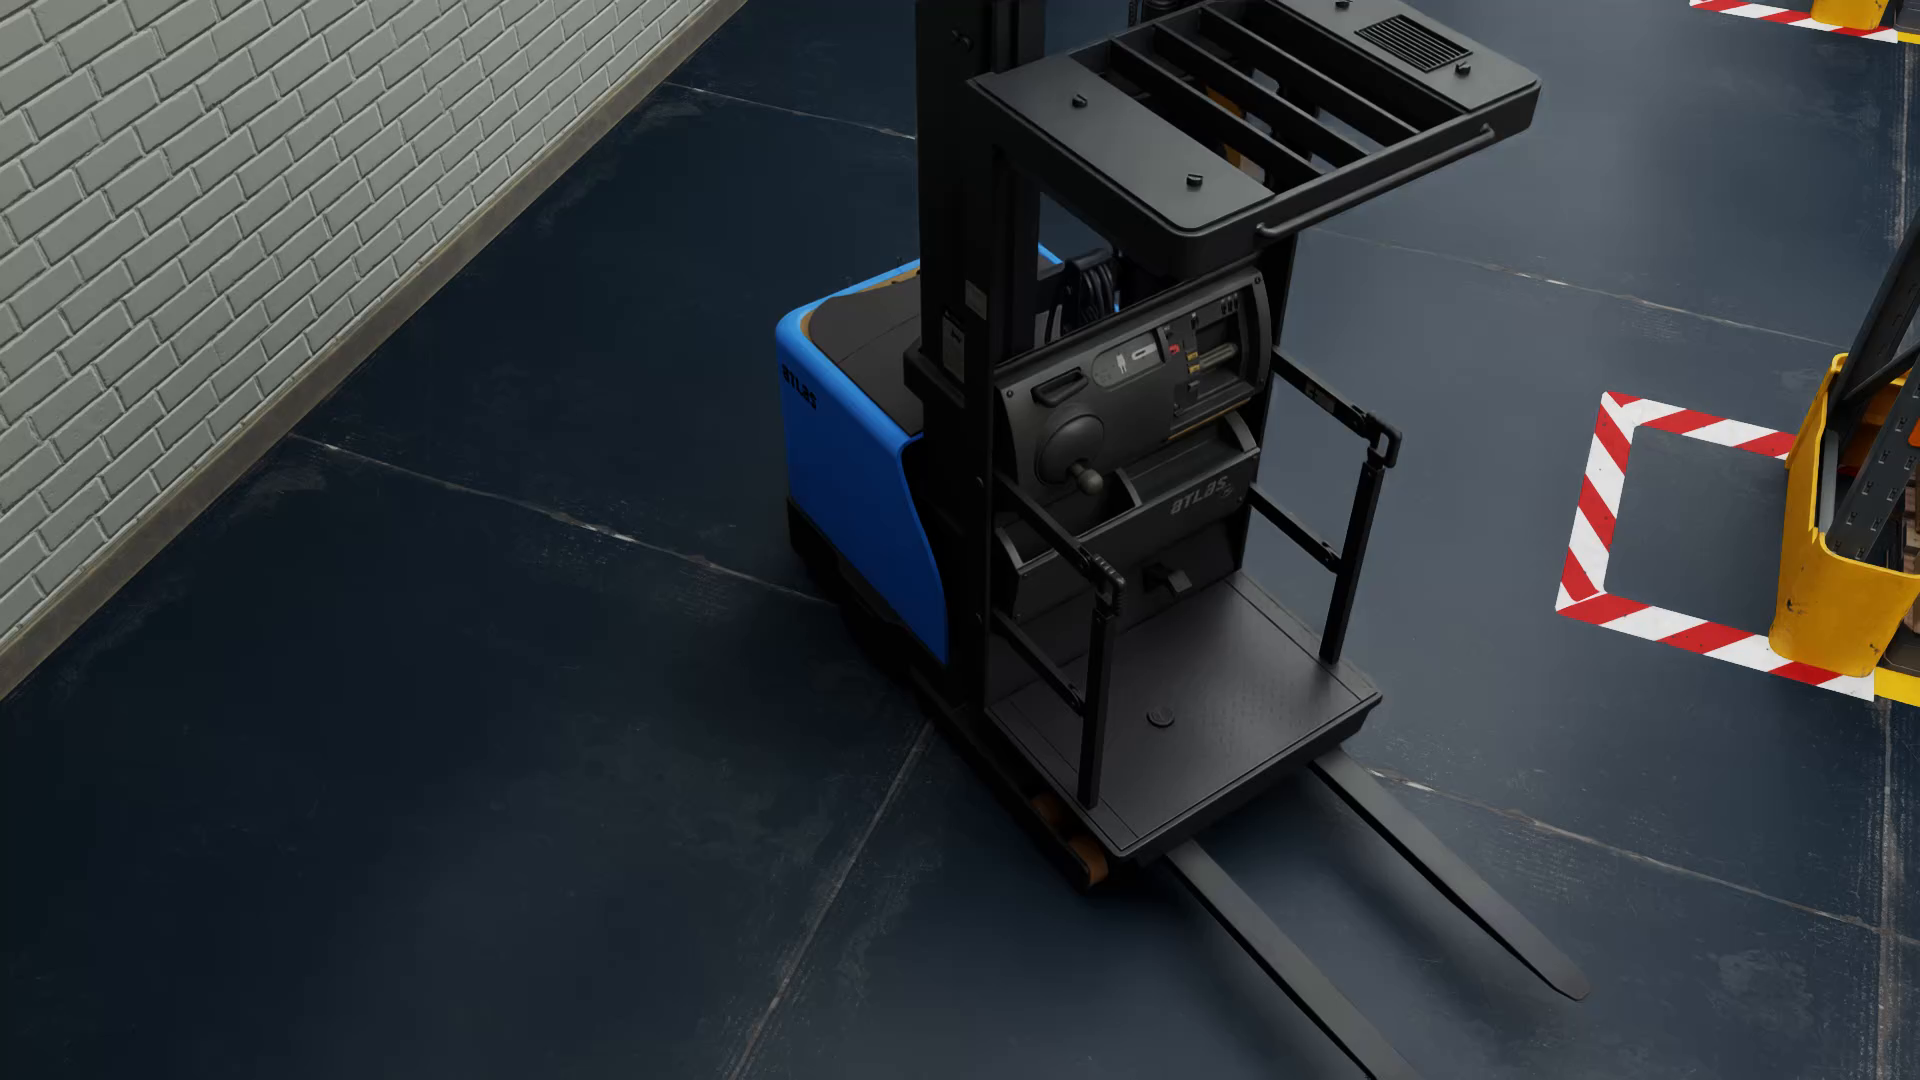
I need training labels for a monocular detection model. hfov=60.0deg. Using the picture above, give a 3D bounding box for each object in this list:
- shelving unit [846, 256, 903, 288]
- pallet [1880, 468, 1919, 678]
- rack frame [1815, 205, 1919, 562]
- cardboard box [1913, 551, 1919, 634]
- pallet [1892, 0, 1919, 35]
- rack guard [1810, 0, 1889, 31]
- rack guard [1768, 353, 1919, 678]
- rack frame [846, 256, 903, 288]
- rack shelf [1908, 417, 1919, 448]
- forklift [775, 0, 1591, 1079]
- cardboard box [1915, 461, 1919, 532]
[{"bbox_3d":[-0.248,-0.599,6.214,0.258,0.900,0.210,-26,51,-24],"label":"shelving unit"},{"bbox_3d":[3.960,0.207,5.893,1.213,0.211,1.003,16,47,16],"label":"pallet"},{"bbox_3d":[3.154,-1.018,5.147,0.127,3.000,1.000,16,47,16],"label":"rack frame"},{"bbox_3d":[3.408,0.174,5.658,0.250,0.149,0.380,16,47,16],"label":"cardboard box"},{"bbox_3d":[5.810,-3.004,9.120,1.213,0.211,1.003,16,47,16],"label":"pallet"},{"bbox_3d":[5.037,-3.354,9.266,0.348,0.500,1.175,16,47,16],"label":"rack guard"},{"bbox_3d":[3.224,-0.112,6.008,0.348,0.500,1.175,16,47,16],"label":"rack guard"},{"bbox_3d":[-0.307,-0.658,6.273,0.240,0.900,0.006,-26,51,-24],"label":"rack frame"},{"bbox_3d":[5.000,-0.220,4.855,4.000,0.370,1.077,16,47,16],"label":"rack shelf"},{"bbox_3d":[0.630,-0.356,4.529,1.130,2.935,3.031,-26,51,-24],"label":"forklift"},{"bbox_3d":[3.750,-0.301,5.886,0.500,0.500,0.500,16,47,16],"label":"cardboard box"}]
